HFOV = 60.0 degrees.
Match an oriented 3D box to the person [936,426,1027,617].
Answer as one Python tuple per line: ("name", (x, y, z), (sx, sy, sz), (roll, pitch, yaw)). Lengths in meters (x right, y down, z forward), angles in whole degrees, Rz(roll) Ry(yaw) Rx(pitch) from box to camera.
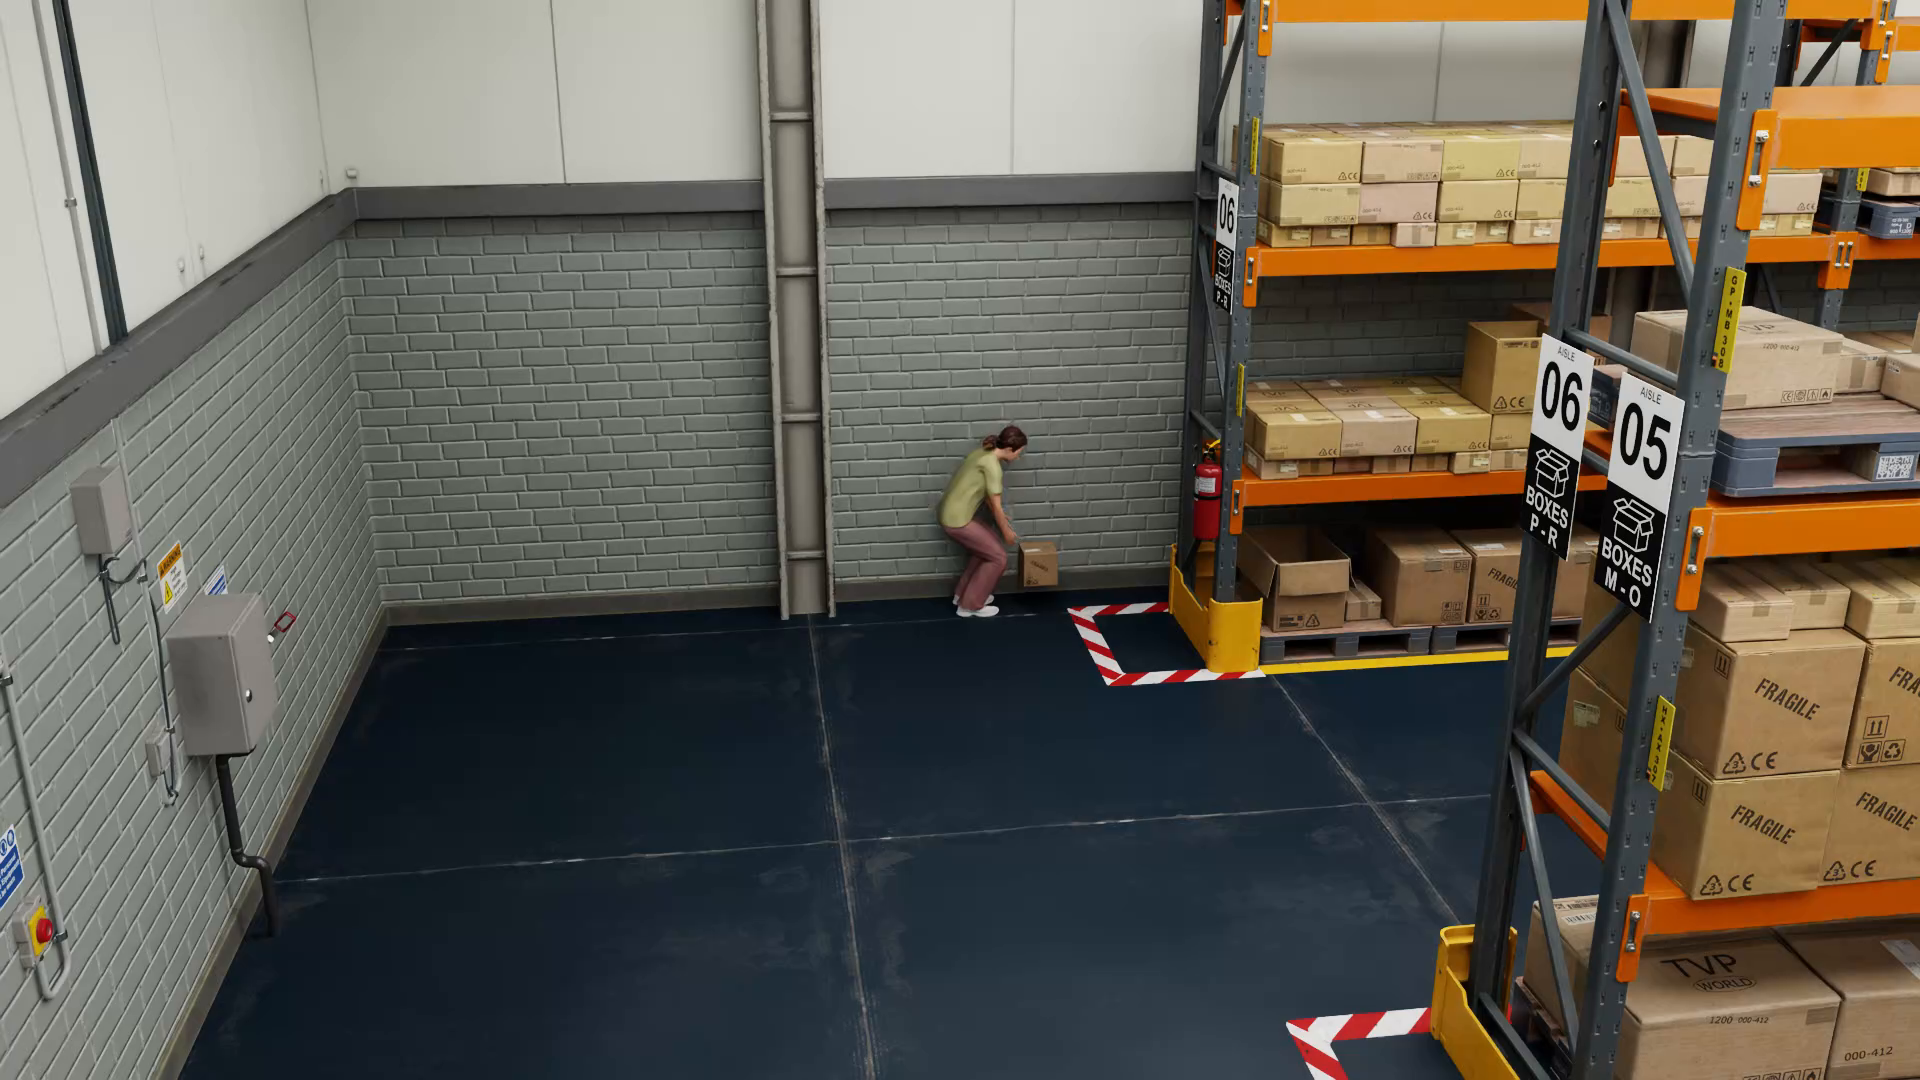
("person", (0.156, -0.150, 11.950), (0.651, 1.363, 0.511), (-3, 20, -8))
